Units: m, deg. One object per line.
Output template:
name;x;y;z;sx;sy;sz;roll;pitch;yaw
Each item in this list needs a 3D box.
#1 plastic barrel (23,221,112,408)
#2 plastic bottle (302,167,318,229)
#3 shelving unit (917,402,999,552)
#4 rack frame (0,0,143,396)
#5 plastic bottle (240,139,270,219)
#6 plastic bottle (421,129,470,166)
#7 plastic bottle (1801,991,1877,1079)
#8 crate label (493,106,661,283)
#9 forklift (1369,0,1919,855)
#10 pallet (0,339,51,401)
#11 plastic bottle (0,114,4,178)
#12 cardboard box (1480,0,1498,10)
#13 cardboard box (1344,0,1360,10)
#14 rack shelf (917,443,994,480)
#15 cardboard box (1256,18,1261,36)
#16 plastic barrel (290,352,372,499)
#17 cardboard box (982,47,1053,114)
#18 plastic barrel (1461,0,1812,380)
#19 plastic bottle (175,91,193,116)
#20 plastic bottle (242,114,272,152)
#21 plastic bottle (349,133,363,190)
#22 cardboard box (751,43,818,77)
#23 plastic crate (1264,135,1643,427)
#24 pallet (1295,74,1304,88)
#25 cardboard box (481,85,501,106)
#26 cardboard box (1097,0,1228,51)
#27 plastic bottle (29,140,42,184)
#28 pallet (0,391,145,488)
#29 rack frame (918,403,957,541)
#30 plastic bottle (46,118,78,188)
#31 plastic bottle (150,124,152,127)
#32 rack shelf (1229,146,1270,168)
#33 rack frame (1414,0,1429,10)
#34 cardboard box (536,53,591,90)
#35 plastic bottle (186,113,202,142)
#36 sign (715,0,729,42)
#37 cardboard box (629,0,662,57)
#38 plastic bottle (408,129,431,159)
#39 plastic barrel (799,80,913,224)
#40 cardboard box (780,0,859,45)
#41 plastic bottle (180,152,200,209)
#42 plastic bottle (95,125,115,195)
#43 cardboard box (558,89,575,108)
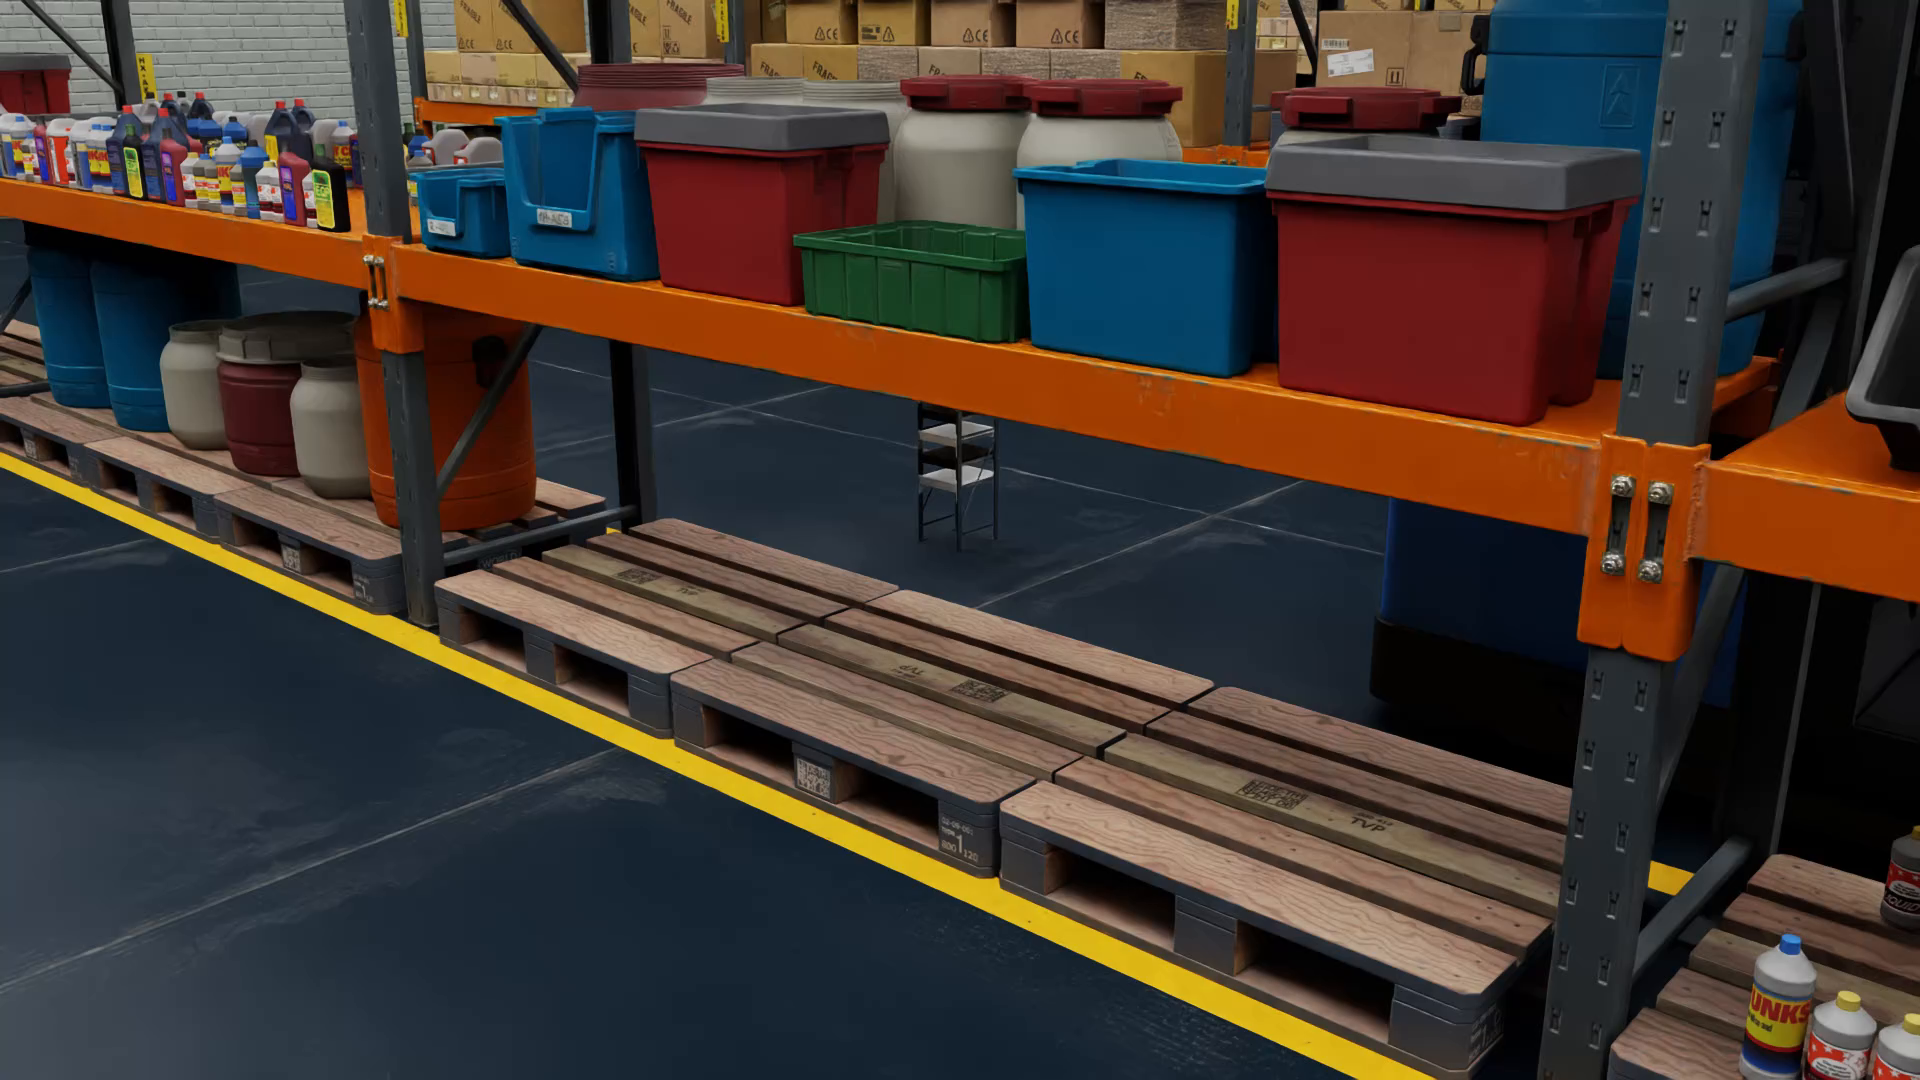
plastic barrel;-4.114;-1.137;8.010;0.708;0.901;0.600;15;23;39
plastic bottle;-2.178;-1.164;5.650;0.097;0.201;0.097;0;18;0
shelving unit;-0.006;-0.431;6.481;0.210;0.900;0.258;15;23;39
rack frame;-4.510;-2.050;8.112;0.127;3.000;1.000;15;23;39
plastic bottle;-2.496;-1.283;5.908;0.097;0.271;0.097;0;18;0
plastic bottle;-1.973;-1.441;6.397;0.135;0.276;0.152;15;23;39
plastic bottle;1.497;0.864;2.829;0.097;0.201;0.097;0;18;0
crate label;-0.954;-1.003;4.755;0.616;0.435;0.502;15;23;39
forklift;2.657;-0.687;3.932;3.031;2.935;1.130;15;23;39
pallet;-5.085;-0.860;8.972;1.213;0.211;1.003;15;23;39
plastic bottle;-4.248;-1.753;7.390;0.097;0.271;0.097;0;18;0
cardboard box;5.893;-5.688;17.756;0.500;0.500;0.500;15;23;39
cardboard box;4.445;-6.073;18.970;0.500;0.500;0.500;15;23;38
rack shelf;-0.006;-0.313;6.518;0.200;0.077;0.258;15;23;39
cardboard box;2.538;-4.347;14.087;0.250;0.149;0.380;15;23;40
plastic barrel;-2.377;-0.449;6.485;0.421;0.512;0.421;0;18;0
cardboard box;0.476;-2.663;9.879;0.500;0.500;0.500;14;22;38
plastic barrel;1.386;-0.829;3.436;0.708;0.901;0.600;15;23;39
plastic bottle;-3.605;-1.916;7.772;0.185;0.351;0.144;15;23;39
plastic bottle;-3.076;-1.737;7.330;0.135;0.276;0.152;15;23;39
plastic bottle;-2.461;-1.594;6.867;0.133;0.283;0.061;15;23;39
cardboard box;-1.044;-3.069;11.159;0.500;0.500;0.500;15;23;39
plastic crate;0.909;-0.502;3.130;0.583;0.464;0.402;15;23;39
pallet;2.621;-3.995;14.557;1.213;0.211;1.003;15;23;39
cardboard box;-3.587;-3.553;13.265;0.250;0.149;0.380;15;23;38
cardboard box;1.234;-3.044;9.420;0.637;0.503;0.797;16;24;41
plastic bottle;-3.929;-1.634;7.130;0.097;0.201;0.097;0;18;0
pallet;-3.960;-0.557;8.016;1.213;0.211;1.003;15;23;39
rack frame;-0.082;-0.451;6.545;0.006;0.900;0.240;15;23;39
plastic bottle;-3.724;-1.626;6.981;0.135;0.276;0.152;15;23;39
plastic bottle;-3.241;-1.541;6.722;0.097;0.271;0.097;0;18;0
rack shelf;3.266;-1.623;7.956;4.000;0.370;1.077;15;23;39
rack frame;5.356;-5.413;18.708;0.127;3.000;1.000;15;23;39
cardboard box;-2.874;-3.578;12.685;0.500;0.250;0.500;14;23;38
plastic bottle;-3.419;-1.776;7.462;0.097;0.271;0.097;0;18;0
sign;-1.589;-3.495;11.104;0.005;0.325;0.100;15;23;39
cardboard box;-2.115;-3.732;11.928;0.500;0.500;0.500;15;23;40
plastic bottle;-2.082;-1.454;6.448;0.097;0.271;0.097;0;18;0
plastic barrel;-0.292;-1.057;4.800;0.421;0.512;0.421;0;18;0
cardboard box;-0.739;-3.570;11.078;0.637;0.503;0.797;14;23;38
plastic bottle;-2.860;-1.347;6.227;0.097;0.201;0.097;0;18;0
plastic bottle;-3.409;-1.528;6.680;0.097;0.271;0.097;0;18;0
cardboard box;-2.819;-3.347;12.615;0.250;0.149;0.380;16;23;40
